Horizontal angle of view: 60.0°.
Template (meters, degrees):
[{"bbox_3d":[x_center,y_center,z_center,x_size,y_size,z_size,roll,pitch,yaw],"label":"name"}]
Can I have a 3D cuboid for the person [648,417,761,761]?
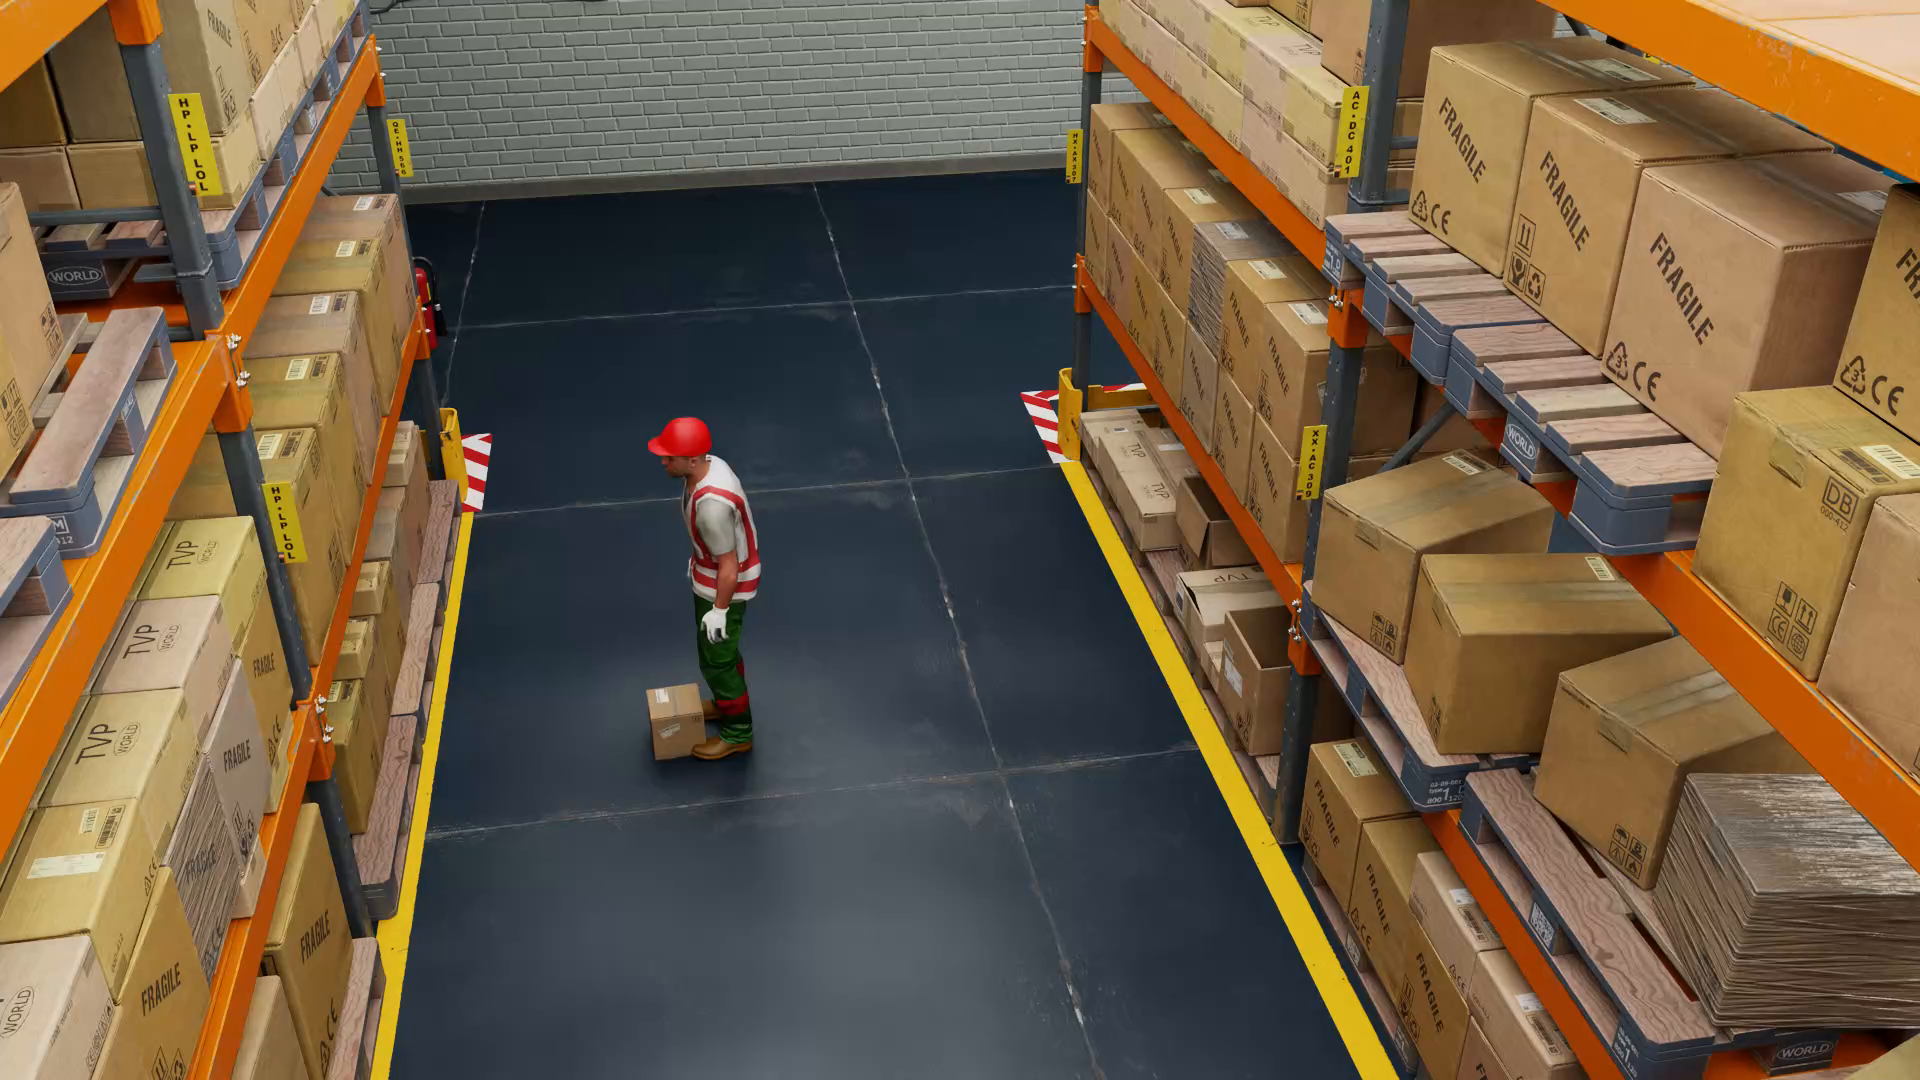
[{"bbox_3d":[-1.159,0.216,7.757,0.452,1.779,0.618,-7,31,-12],"label":"person"}]
